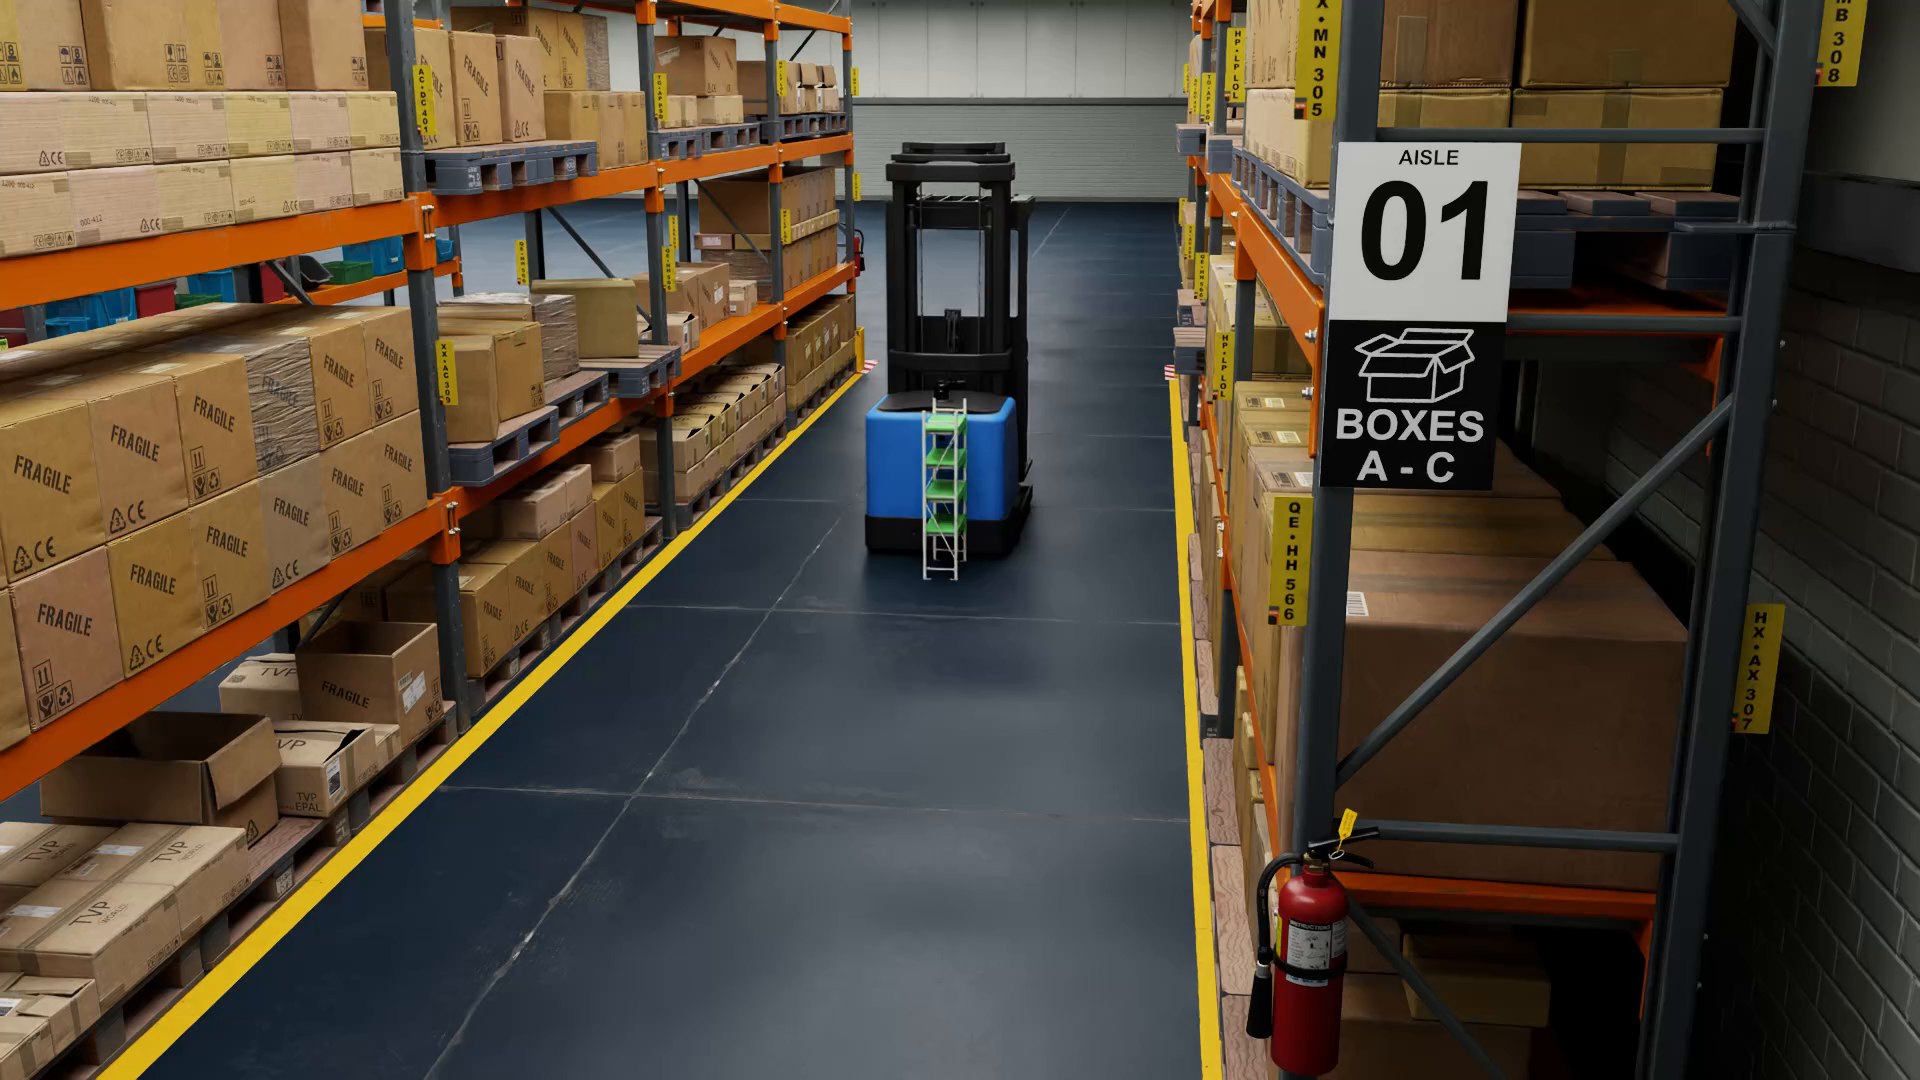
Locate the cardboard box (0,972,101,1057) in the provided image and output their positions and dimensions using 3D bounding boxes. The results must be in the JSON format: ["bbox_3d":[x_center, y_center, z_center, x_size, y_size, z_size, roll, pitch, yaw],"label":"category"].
[{"bbox_3d":[-3.160,1.593,5.610,0.380,0.166,0.250,2,15,6],"label":"cardboard box"}]

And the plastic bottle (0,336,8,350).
[{"bbox_3d":[-7.217,-1.447,12.491,0.061,0.283,0.133,2,15,6],"label":"plastic bottle"}]

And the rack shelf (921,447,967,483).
[{"bbox_3d":[-0.106,-0.530,11.650,0.258,0.148,0.480,2,15,7],"label":"rack shelf"}]

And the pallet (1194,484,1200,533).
[{"bbox_3d":[2.338,-0.186,12.944,1.003,0.211,1.213,2,15,6],"label":"pallet"}]

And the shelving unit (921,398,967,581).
[{"bbox_3d":[-0.106,-0.360,11.696,0.258,1.200,0.503,2,15,7],"label":"shelving unit"}]

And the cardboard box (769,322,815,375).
[{"bbox_3d":[-1.811,-1.990,17.301,0.500,0.500,0.500,2,15,6],"label":"cardboard box"}]

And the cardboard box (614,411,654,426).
[{"bbox_3d":[-2.808,-0.898,13.626,0.500,0.311,0.500,1,15,5],"label":"cardboard box"}]

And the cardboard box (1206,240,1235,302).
[{"bbox_3d":[2.538,-2.351,14.577,0.700,0.500,0.500,3,15,12],"label":"cardboard box"}]

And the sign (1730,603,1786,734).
[{"bbox_3d":[1.896,0.308,3.968,0.100,0.325,0.005,2,15,6],"label":"sign"}]

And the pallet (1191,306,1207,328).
[{"bbox_3d":[2.431,-1.751,13.759,1.003,0.211,1.213,2,15,6],"label":"pallet"}]

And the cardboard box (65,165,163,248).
[{"bbox_3d":[-3.142,-1.160,5.745,0.500,0.250,0.500,2,15,6],"label":"cardboard box"}]

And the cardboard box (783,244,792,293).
[{"bbox_3d":[-2.126,-2.812,17.123,0.700,0.500,0.500,2,15,6],"label":"cardboard box"}]

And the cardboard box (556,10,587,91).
[{"bbox_3d":[-2.787,-3.208,10.925,0.500,0.500,0.500,2,15,6],"label":"cardboard box"}]

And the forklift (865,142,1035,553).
[{"bbox_3d":[0.007,-1.659,13.182,1.130,2.935,3.031,2,15,7],"label":"forklift"}]

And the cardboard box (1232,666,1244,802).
[{"bbox_3d":[1.611,0.903,7.560,0.700,0.500,0.500,2,15,7],"label":"cardboard box"}]

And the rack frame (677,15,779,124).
[{"bbox_3d":[-2.223,-5.407,15.420,1.000,3.000,0.127,2,15,6],"label":"rack frame"}]

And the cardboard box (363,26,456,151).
[{"bbox_3d":[-2.995,-2.312,8.533,0.600,0.600,0.600,0,15,1],"label":"cardboard box"}]

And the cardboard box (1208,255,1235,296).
[{"bbox_3d":[1.938,-1.775,11.243,0.500,0.250,0.500,2,15,8],"label":"cardboard box"}]

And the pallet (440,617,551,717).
[{"bbox_3d":[-3.071,0.697,9.679,1.003,0.211,1.213,2,15,6],"label":"pallet"}]

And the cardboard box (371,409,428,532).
[{"bbox_3d":[-2.927,-0.348,8.010,0.500,0.500,0.500,2,15,7],"label":"cardboard box"}]

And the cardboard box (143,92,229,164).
[{"bbox_3d":[-3.086,-1.531,6.159,0.500,0.250,0.500,2,15,6],"label":"cardboard box"}]

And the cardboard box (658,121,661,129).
[{"bbox_3d":[-2.638,-3.308,12.886,0.500,0.250,0.500,2,15,8],"label":"cardboard box"}]

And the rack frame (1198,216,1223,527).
[{"bbox_3d":[2.248,-1.329,11.831,1.000,3.000,0.127,2,15,6],"label":"rack frame"}]

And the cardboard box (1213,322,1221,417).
[{"bbox_3d":[1.763,-1.013,9.861,0.500,0.500,0.500,2,15,8],"label":"cardboard box"}]

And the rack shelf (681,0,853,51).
[{"bbox_3d":[-1.997,-5.386,17.485,1.077,0.370,4.000,2,15,6],"label":"rack shelf"}]

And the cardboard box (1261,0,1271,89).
[{"bbox_3d":[1.336,-1.842,5.835,0.500,0.500,0.500,2,15,7],"label":"cardboard box"}]

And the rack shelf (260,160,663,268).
[{"bbox_3d":[-2.900,-2.056,10.151,1.077,0.370,4.000,2,15,6],"label":"rack shelf"}]

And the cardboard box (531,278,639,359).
[{"bbox_3d":[-2.633,-1.558,11.683,0.700,0.500,0.500,-3,16,-13],"label":"cardboard box"}]

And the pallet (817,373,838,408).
[{"bbox_3d":[-1.956,-1.688,18.499,1.003,0.211,1.213,2,15,6],"label":"pallet"}]

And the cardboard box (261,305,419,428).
[{"bbox_3d":[-2.925,-0.829,7.873,0.500,0.500,0.500,2,15,7],"label":"cardboard box"}]

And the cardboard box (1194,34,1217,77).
[{"bbox_3d":[2.487,-4.493,15.640,0.500,0.500,0.500,0,15,1],"label":"cardboard box"}]

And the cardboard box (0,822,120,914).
[{"bbox_3d":[-3.623,1.322,6.451,0.500,0.250,0.500,2,15,6],"label":"cardboard box"}]

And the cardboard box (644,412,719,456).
[{"bbox_3d":[-2.272,-0.884,13.573,0.500,0.311,0.500,1,15,5],"label":"cardboard box"}]

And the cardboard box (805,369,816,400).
[{"bbox_3d":[-1.808,-1.628,17.398,0.500,0.250,0.500,2,15,6],"label":"cardboard box"}]

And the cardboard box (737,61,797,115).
[{"bbox_3d":[-1.904,-4.401,16.180,0.500,0.500,0.500,3,15,11],"label":"cardboard box"}]

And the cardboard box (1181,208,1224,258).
[{"bbox_3d":[2.668,-3.327,18.030,0.500,0.500,0.500,1,15,4],"label":"cardboard box"}]

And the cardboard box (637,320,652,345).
[{"bbox_3d":[-2.590,-1.524,12.723,0.500,0.311,0.500,3,15,10],"label":"cardboard box"}]

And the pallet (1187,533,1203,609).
[{"bbox_3d":[2.085,0.219,11.447,1.003,0.211,1.213,2,15,6],"label":"pallet"}]

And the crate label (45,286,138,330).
[{"bbox_3d":[-7.215,-1.888,13.829,0.502,0.435,0.616,2,15,6],"label":"crate label"}]

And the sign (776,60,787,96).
[{"bbox_3d":[-1.683,-4.348,15.654,0.100,0.325,0.005,2,15,6],"label":"sign"}]

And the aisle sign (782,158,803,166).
[{"bbox_3d":[-2.068,-4.830,19.797,0.394,0.787,0.004,2,15,6],"label":"aisle sign"}]

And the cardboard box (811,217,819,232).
[{"bbox_3d":[-1.770,-3.470,18.313,0.380,0.149,0.250,2,15,8],"label":"cardboard box"}]

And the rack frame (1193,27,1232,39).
[{"bbox_3d":[3.151,-6.300,18.721,1.000,3.000,0.127,2,15,6],"label":"rack frame"}]

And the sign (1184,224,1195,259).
[{"bbox_3d":[2.160,-2.798,15.606,0.100,0.325,0.005,2,15,6],"label":"sign"}]

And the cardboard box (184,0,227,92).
[{"bbox_3d":[-3.390,-2.033,6.580,0.700,0.500,0.500,2,15,6],"label":"cardboard box"}]

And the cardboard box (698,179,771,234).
[{"bbox_3d":[-2.179,-3.301,16.447,0.700,0.500,0.500,2,15,7],"label":"cardboard box"}]

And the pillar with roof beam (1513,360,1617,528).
[{"bbox_3d":[-1.700,-3.107,6.914,9.100,9.000,0.400,2,15,6],"label":"pillar with roof beam"}]

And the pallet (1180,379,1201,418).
[{"bbox_3d":[2.876,-1.513,17.853,1.003,0.211,1.213,2,15,6],"label":"pallet"}]

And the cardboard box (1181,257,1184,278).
[{"bbox_3d":[2.673,-2.957,18.100,0.500,0.250,0.500,1,15,5],"label":"cardboard box"}]

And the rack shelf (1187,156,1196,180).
[{"bbox_3d":[2.925,-3.986,17.288,1.077,0.370,4.000,2,15,6],"label":"rack shelf"}]

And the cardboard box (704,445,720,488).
[{"bbox_3d":[-2.267,-0.607,13.624,0.500,0.250,0.500,1,15,5],"label":"cardboard box"}]

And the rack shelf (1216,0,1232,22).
[{"bbox_3d":[2.023,-3.166,9.276,1.077,0.370,4.000,2,15,6],"label":"rack shelf"}]

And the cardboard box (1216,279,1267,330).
[{"bbox_3d":[1.777,-1.381,9.785,0.500,0.250,0.500,1,15,5],"label":"cardboard box"}]

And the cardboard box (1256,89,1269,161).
[{"bbox_3d":[1.335,-1.482,5.940,0.500,0.250,0.500,1,15,5],"label":"cardboard box"}]

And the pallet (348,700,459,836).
[{"bbox_3d":[-3.204,1.088,8.236,1.003,0.211,1.213,2,15,6],"label":"pallet"}]

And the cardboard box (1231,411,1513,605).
[{"bbox_3d":[1.632,-0.107,6.737,0.980,0.700,0.700,1,15,5],"label":"cardboard box"}]

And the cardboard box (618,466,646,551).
[{"bbox_3d":[-2.546,-0.230,11.713,0.500,0.500,0.500,2,15,8],"label":"cardboard box"}]
